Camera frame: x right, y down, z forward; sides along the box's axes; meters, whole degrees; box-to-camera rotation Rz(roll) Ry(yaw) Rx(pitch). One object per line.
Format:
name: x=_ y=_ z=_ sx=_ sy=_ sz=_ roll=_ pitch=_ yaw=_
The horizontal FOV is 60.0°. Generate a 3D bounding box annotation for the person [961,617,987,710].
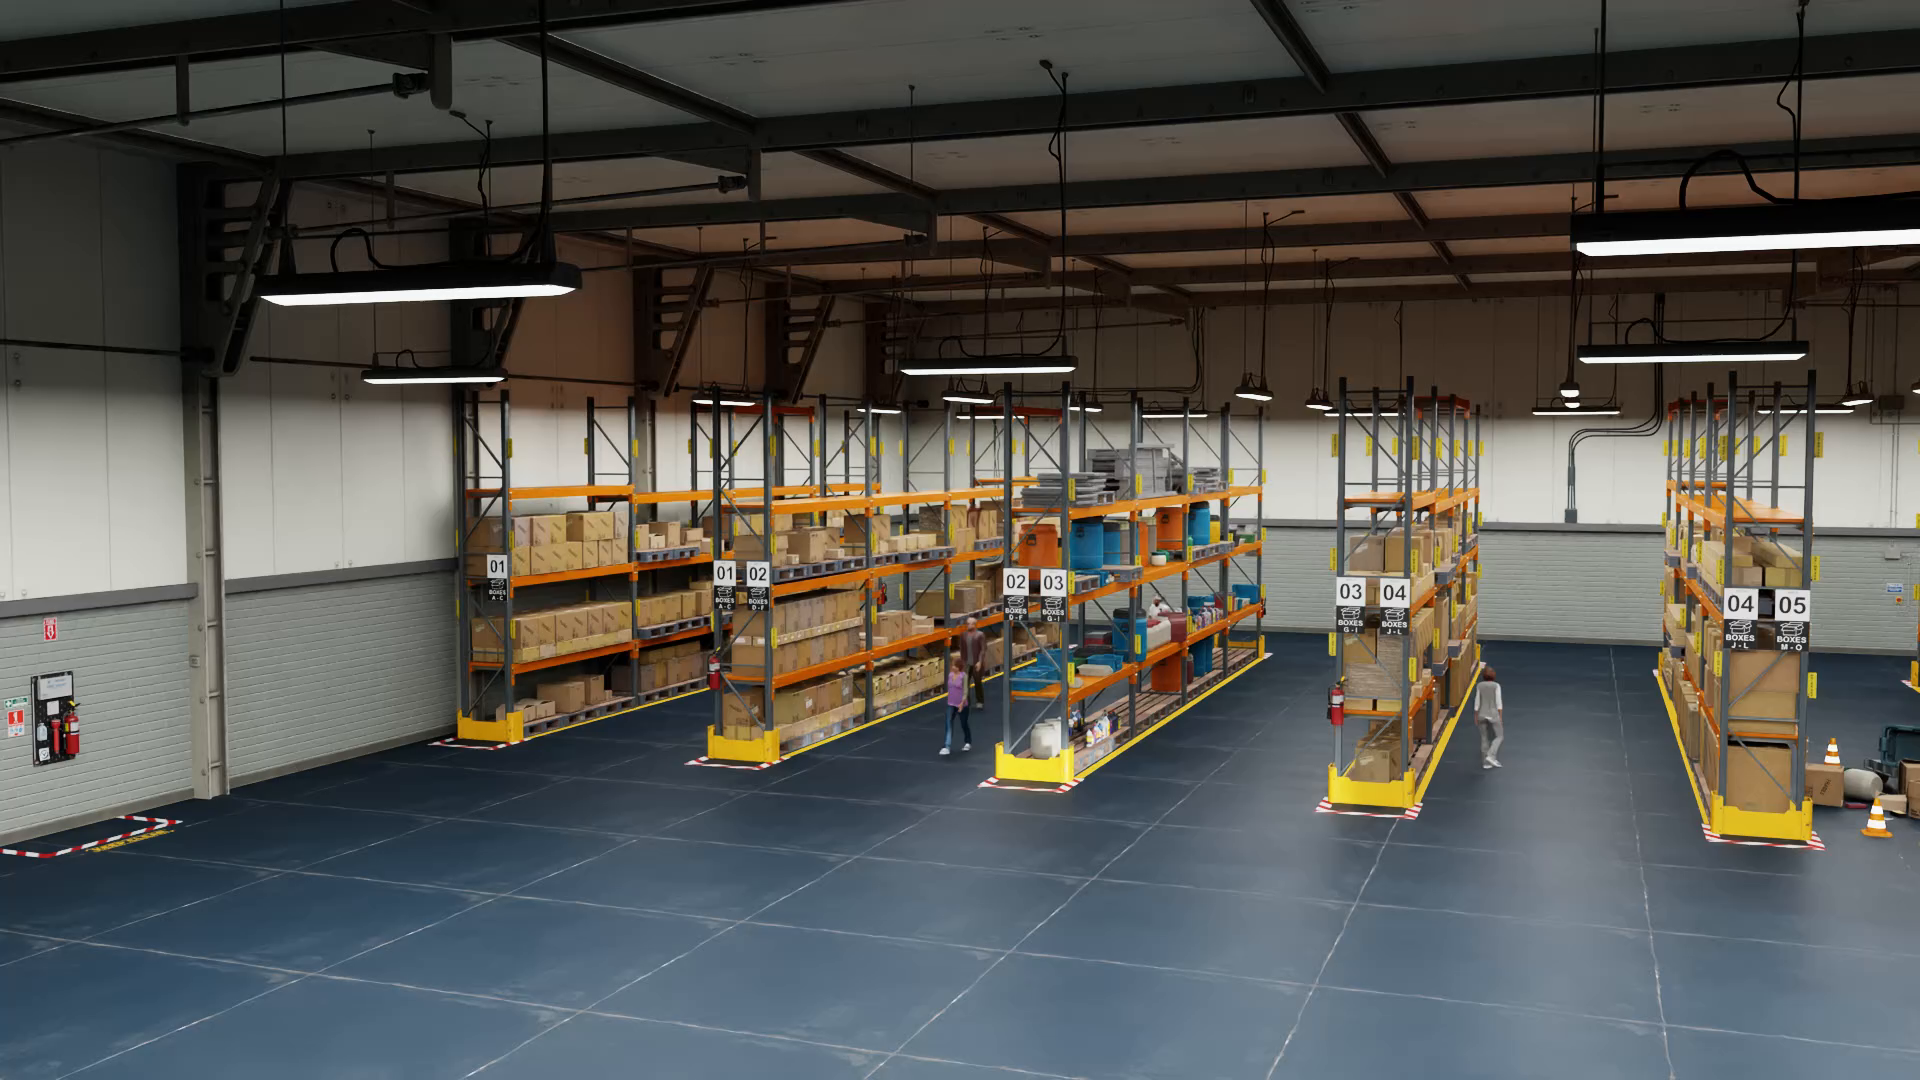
person: x=0.228 y=2.392 z=31.672 sx=0.593 sy=1.827 sz=0.815 roll=1 pitch=3 yaw=23

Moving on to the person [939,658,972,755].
person: x=-0.053 y=2.704 z=27.176 sx=0.434 sy=1.552 sz=0.884 roll=2 pitch=4 yaw=28

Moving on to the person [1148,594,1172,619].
person: x=4.741 y=2.048 z=39.123 sx=0.618 sy=1.609 sz=0.738 roll=2 pitch=4 yaw=31

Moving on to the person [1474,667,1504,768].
person: x=8.240 y=2.780 z=25.931 sx=0.460 sy=1.596 sz=0.469 roll=2 pitch=4 yaw=32
